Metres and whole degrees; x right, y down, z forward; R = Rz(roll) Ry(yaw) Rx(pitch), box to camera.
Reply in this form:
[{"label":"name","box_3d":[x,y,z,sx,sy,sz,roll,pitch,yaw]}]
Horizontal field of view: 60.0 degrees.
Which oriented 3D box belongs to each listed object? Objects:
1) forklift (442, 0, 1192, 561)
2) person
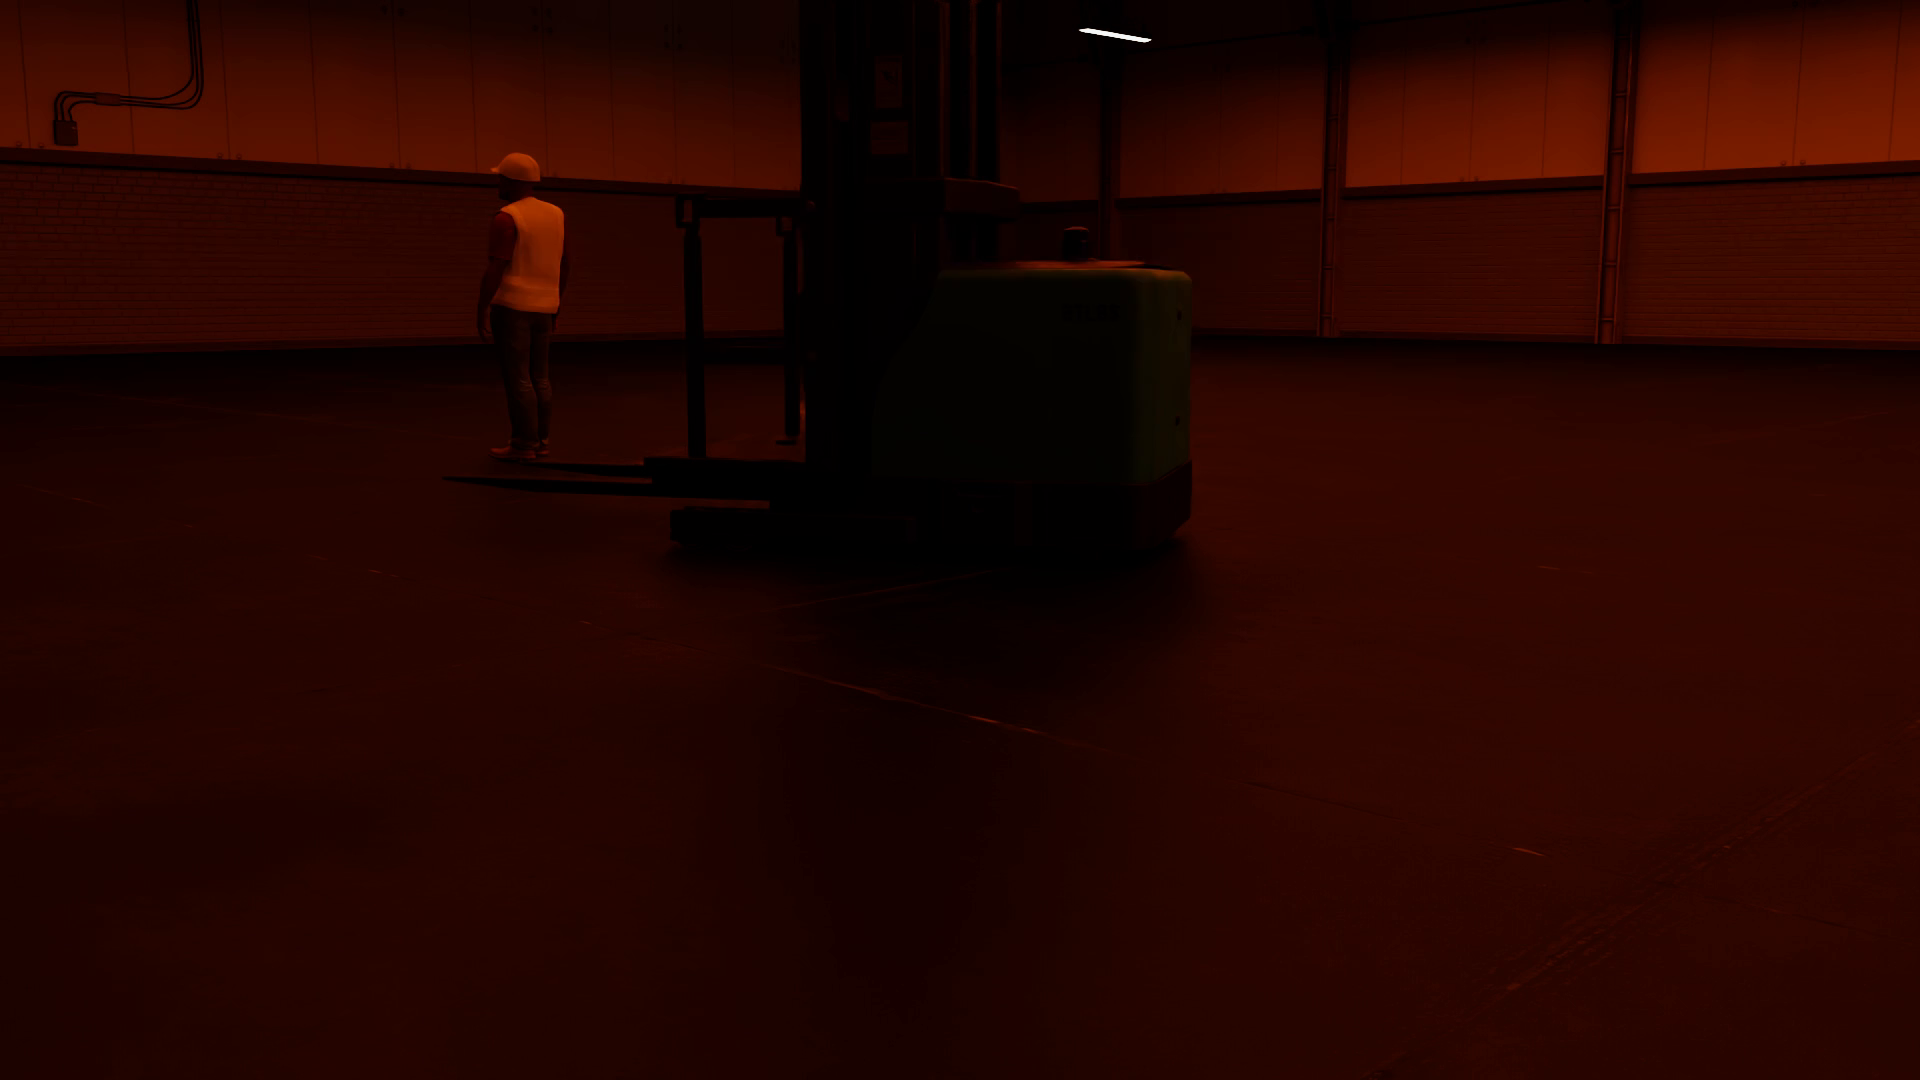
[{"label":"forklift","box_3d":[-0.624,-1.474,6.665,3.031,2.935,1.130,2,9,16]},{"label":"person","box_3d":[-2.605,-1.346,9.699,0.577,1.760,0.665,5,10,28]}]
